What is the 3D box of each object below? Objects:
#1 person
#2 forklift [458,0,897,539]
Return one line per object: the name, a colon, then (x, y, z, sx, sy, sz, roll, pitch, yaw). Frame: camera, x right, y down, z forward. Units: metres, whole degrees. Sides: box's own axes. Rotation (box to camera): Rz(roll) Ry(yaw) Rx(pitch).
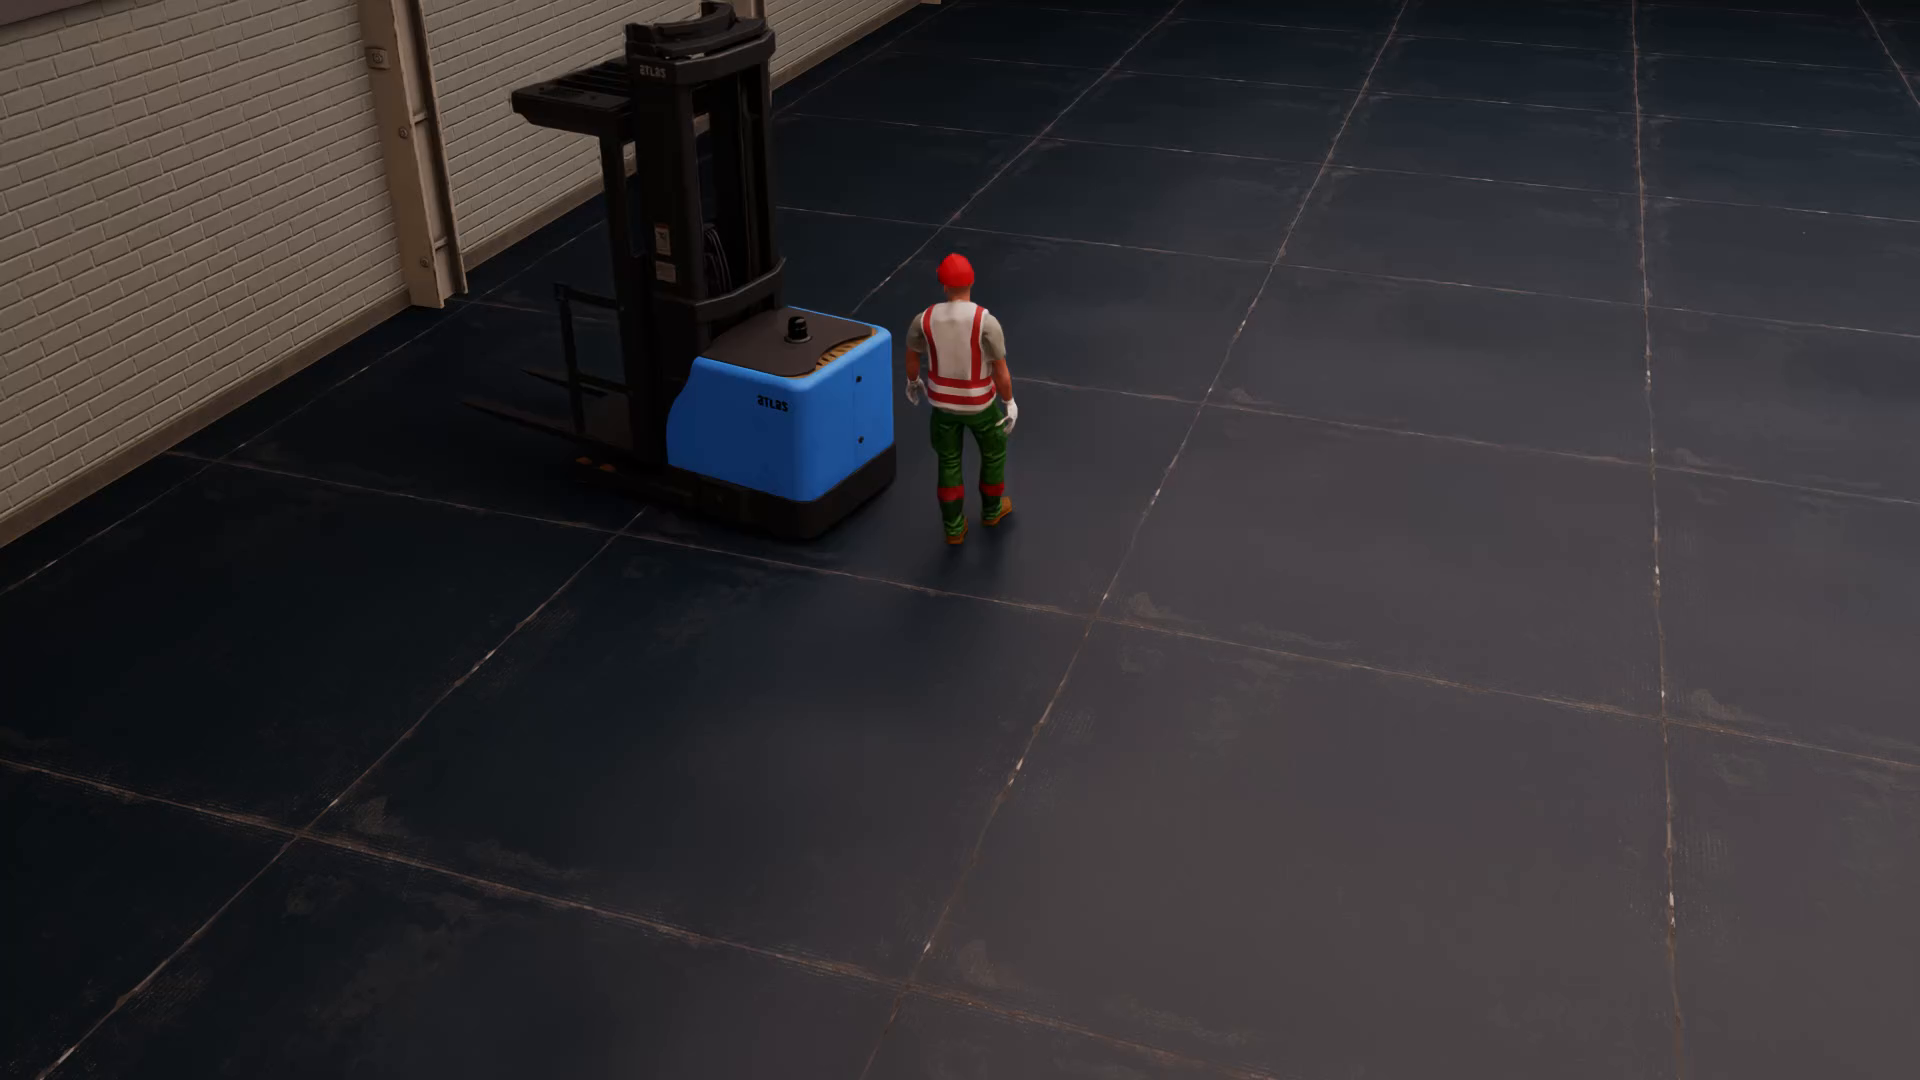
person: (0.020, -0.869, 9.842, 0.717, 1.781, 0.585, 7, 30, 12)
forklift: (-1.941, -1.802, 10.297, 3.031, 2.935, 1.130, 16, 33, 26)
